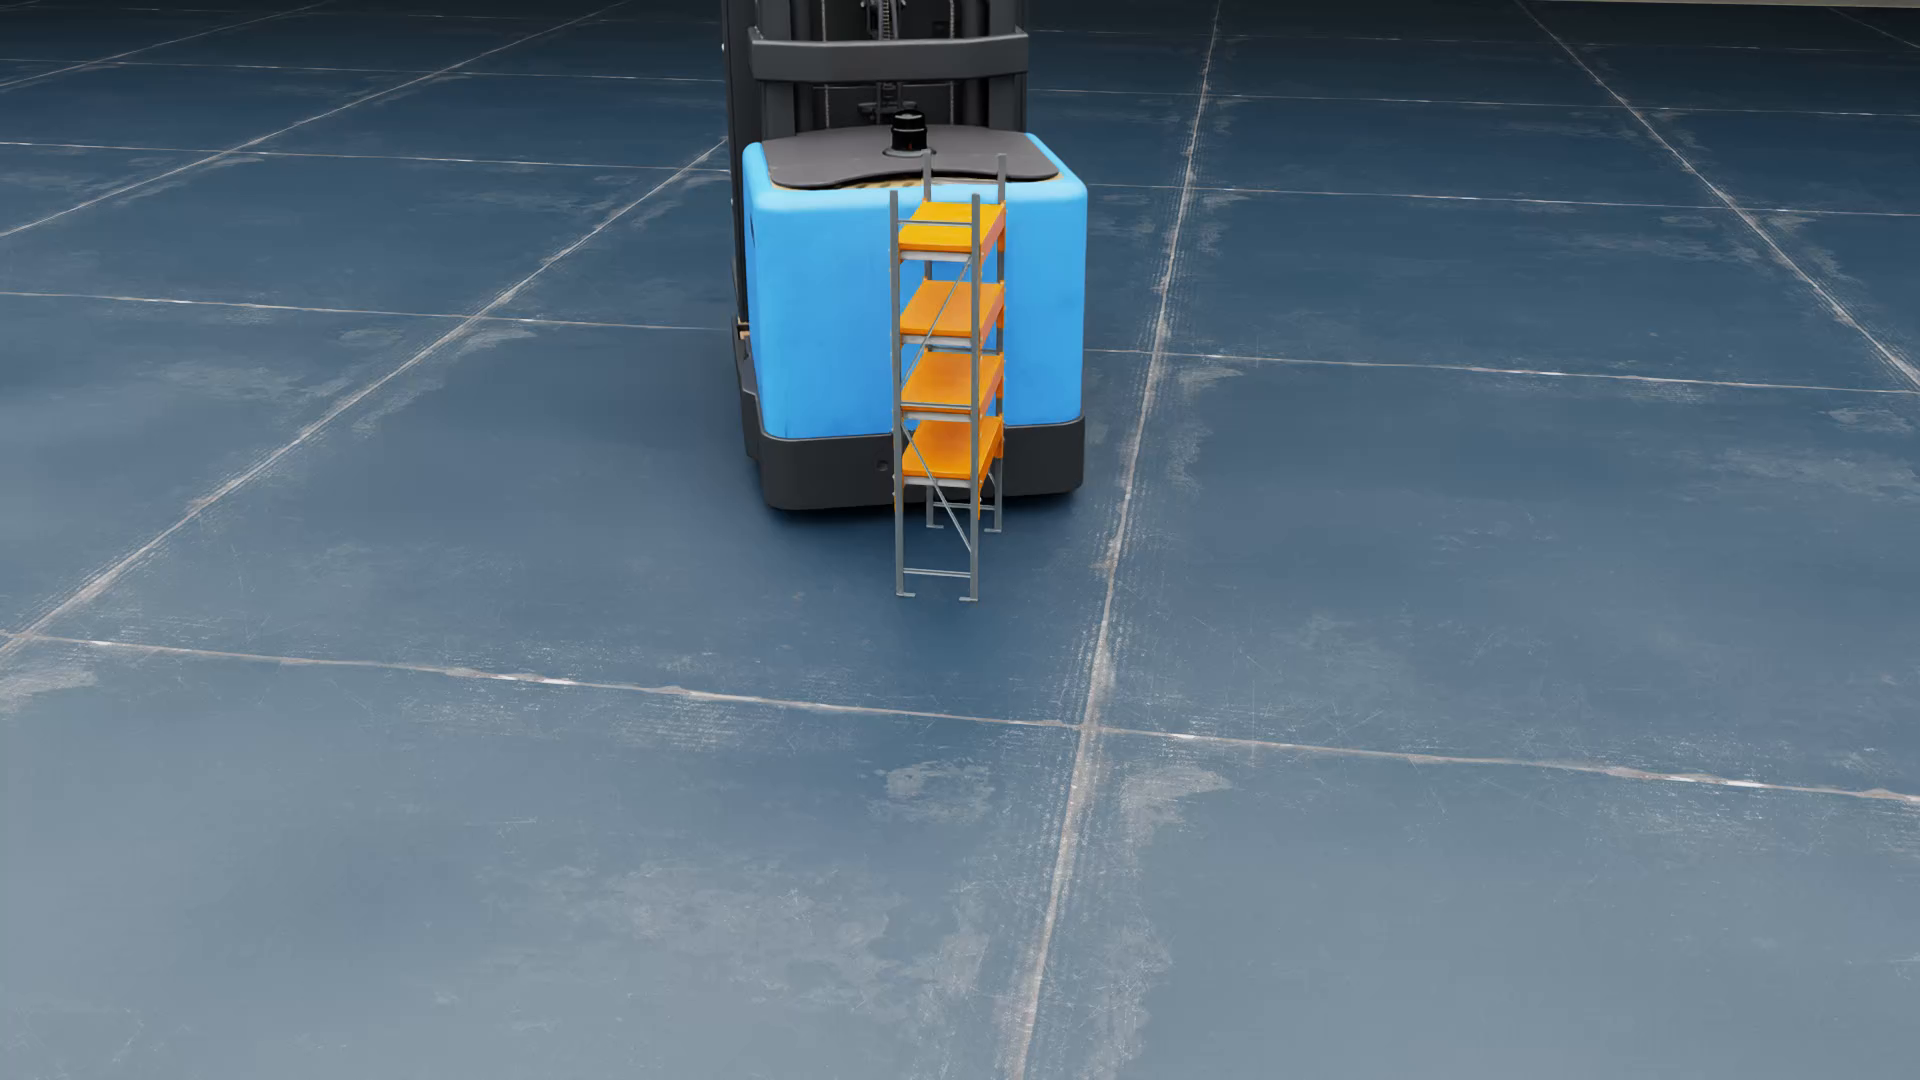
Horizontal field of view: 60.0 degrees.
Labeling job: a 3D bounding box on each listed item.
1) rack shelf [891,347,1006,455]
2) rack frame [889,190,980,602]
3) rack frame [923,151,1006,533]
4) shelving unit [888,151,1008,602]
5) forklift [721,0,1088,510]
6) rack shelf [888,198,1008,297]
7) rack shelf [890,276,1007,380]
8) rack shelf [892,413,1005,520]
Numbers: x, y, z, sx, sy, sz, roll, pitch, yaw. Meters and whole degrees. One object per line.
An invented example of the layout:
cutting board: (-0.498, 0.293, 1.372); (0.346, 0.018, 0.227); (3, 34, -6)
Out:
rack shelf: (-0.027, -0.413, 4.876); (0.258, 0.148, 0.480); (4, 25, 9)
rack frame: (-0.067, -0.372, 4.630); (0.240, 1.200, 0.015); (4, 25, 9)
rack frame: (0.013, -0.576, 5.066); (0.240, 1.200, 0.015); (4, 25, 9)
shelving unit: (-0.027, -0.474, 4.848); (0.258, 1.200, 0.503); (4, 25, 9)
forklift: (-0.341, -2.018, 6.104); (1.130, 2.935, 3.031); (-4, 25, -8)
rack shelf: (-0.027, -0.830, 4.681); (0.258, 0.148, 0.480); (4, 25, 9)
rack shelf: (-0.027, -0.616, 4.781); (0.258, 0.148, 0.480); (4, 25, 9)
rack shelf: (-0.027, -0.233, 4.960); (0.258, 0.148, 0.480); (4, 25, 9)
